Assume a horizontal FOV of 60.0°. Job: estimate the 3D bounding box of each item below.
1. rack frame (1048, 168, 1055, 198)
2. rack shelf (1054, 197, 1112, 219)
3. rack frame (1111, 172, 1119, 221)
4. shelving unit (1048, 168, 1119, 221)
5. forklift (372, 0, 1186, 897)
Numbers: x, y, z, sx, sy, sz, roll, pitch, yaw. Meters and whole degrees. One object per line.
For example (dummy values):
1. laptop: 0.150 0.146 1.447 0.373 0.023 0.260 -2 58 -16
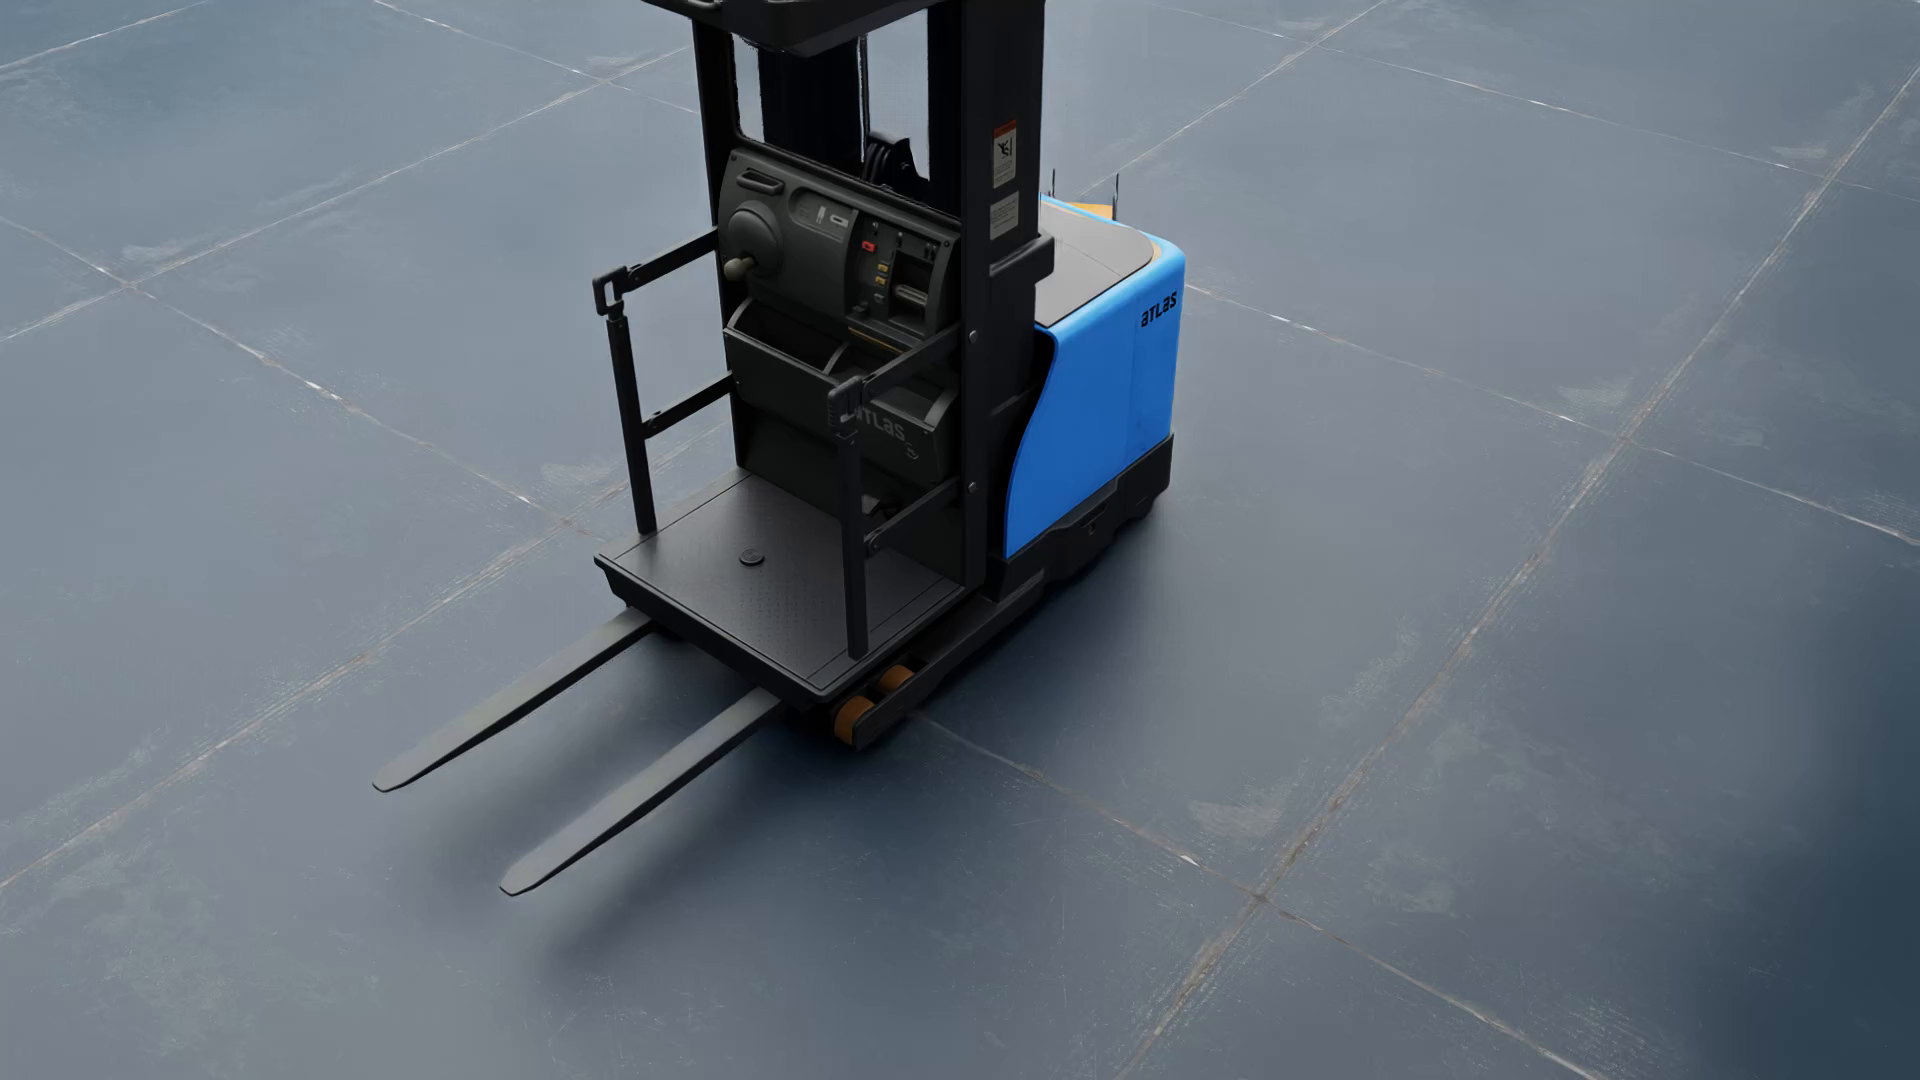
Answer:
1. rack frame: 0.343 -0.951 6.610 0.008 1.050 0.200 6 38 7
2. rack shelf: 0.466 -1.154 6.427 0.240 0.259 0.215 6 38 7
3. rack frame: 0.584 -0.927 6.582 0.008 1.050 0.200 6 38 7
4. shelving unit: 0.464 -0.939 6.596 0.252 1.050 0.215 6 38 7
5. forklift: -0.525 -0.833 4.937 1.130 2.935 3.031 28 46 31
